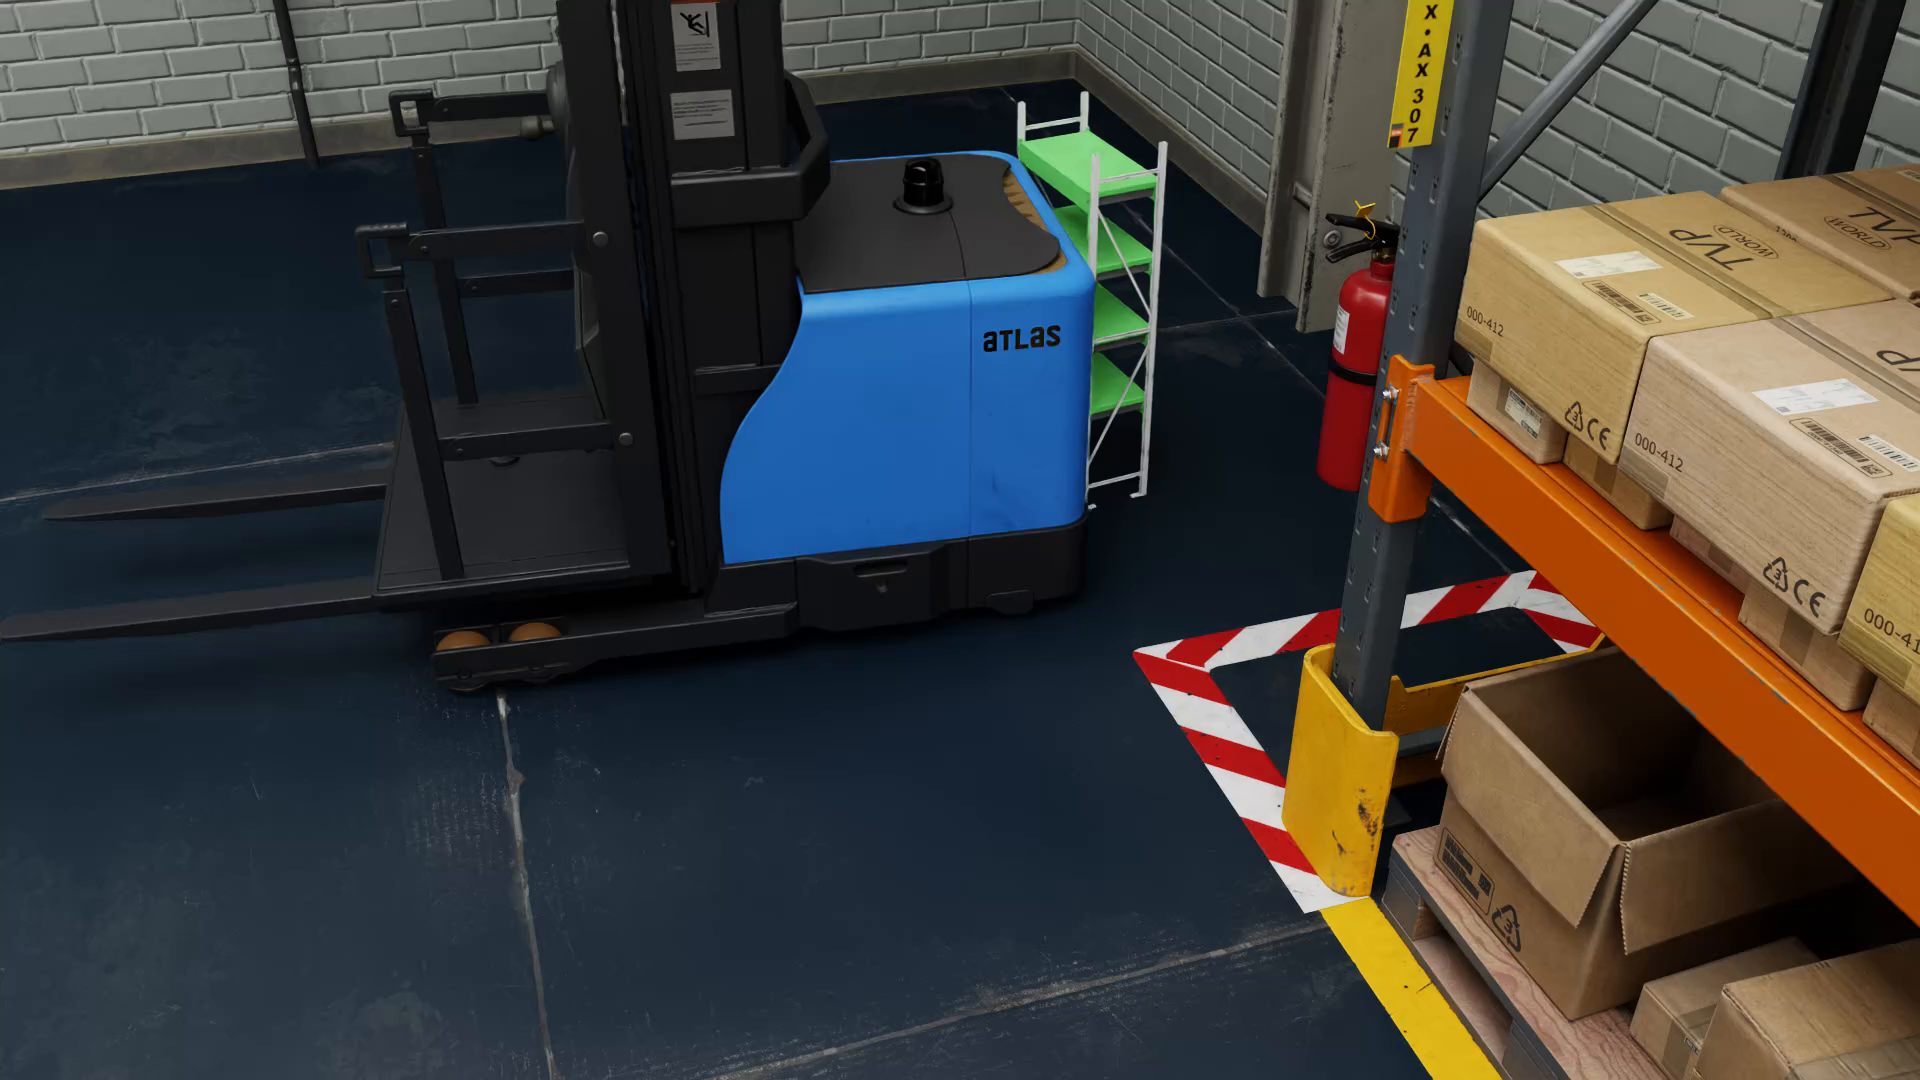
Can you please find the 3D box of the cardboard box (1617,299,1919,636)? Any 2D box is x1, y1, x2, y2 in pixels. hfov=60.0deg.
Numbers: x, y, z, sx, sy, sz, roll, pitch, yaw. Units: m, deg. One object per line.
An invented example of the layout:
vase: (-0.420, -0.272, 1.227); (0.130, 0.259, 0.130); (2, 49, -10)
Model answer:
cardboard box: (1.414, -0.132, 2.595); (0.500, 0.250, 0.500); (-10, 35, -14)

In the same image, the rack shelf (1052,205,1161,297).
rack shelf: (0.393, -0.894, 5.192); (0.258, 0.148, 0.480); (-14, 36, -19)

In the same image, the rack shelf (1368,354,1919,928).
rack shelf: (1.988, 0.732, 2.075); (1.077, 0.370, 4.000); (-10, 35, -15)

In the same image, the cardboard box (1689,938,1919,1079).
cardboard box: (1.698, 1.041, 2.840); (0.700, 0.500, 0.500); (-9, 34, -13)

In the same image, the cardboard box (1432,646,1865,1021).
cardboard box: (1.475, 0.585, 3.528); (0.797, 0.503, 0.637); (-11, 35, -17)

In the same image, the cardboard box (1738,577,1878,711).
cardboard box: (1.471, 0.106, 2.597); (0.380, 0.149, 0.250); (-9, 34, -13)

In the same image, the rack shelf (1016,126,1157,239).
rack shelf: (0.390, -1.093, 5.058); (0.258, 0.148, 0.480); (-14, 36, -19)

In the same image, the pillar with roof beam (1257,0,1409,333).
pillar with roof beam: (-2.686, -3.965, 3.088); (9.100, 9.000, 0.400); (-10, 35, -15)

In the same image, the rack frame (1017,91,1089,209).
rack frame: (0.296, -0.870, 5.475); (0.240, 1.200, 0.015); (-14, 36, -19)

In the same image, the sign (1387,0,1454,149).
sign: (0.861, -0.889, 3.089); (0.100, 0.325, 0.005); (-10, 35, -15)

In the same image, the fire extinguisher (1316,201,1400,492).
fire extinguisher: (0.893, -0.430, 3.589); (0.296, 0.674, 0.183); (-10, 35, -15)

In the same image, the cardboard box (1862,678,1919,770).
cardboard box: (1.557, 0.244, 2.387); (0.380, 0.149, 0.250); (-9, 35, -14)

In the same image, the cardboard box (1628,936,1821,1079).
cardboard box: (1.567, 0.962, 3.278); (0.380, 0.149, 0.250); (-11, 35, -17)

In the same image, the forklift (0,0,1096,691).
forklift: (-1.195, -1.121, 4.289); (3.031, 2.935, 1.130); (-6, 34, -10)

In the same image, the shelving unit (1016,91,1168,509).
shelving unit: (0.395, -0.747, 5.289); (0.258, 1.200, 0.503); (-14, 36, -19)

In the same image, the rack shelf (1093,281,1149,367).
rack shelf: (0.396, -0.694, 5.325); (0.258, 0.148, 0.480); (-14, 36, -19)

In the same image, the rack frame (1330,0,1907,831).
rack frame: (1.378, -0.619, 3.465); (1.000, 3.000, 0.127); (-10, 35, -15)

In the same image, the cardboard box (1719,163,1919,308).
cardboard box: (1.771, -0.483, 3.127); (0.500, 0.250, 0.500); (-9, 35, -13)

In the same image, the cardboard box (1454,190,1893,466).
cardboard box: (1.260, -0.397, 2.996); (0.500, 0.250, 0.500); (-10, 35, -14)

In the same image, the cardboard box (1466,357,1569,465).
cardboard box: (1.217, -0.295, 3.204); (0.380, 0.149, 0.250); (-10, 35, -15)

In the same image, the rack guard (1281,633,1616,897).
rack guard: (1.401, 0.464, 4.094); (1.175, 0.500, 0.348); (-10, 35, -15)

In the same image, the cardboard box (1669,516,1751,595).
cardboard box: (1.452, -0.037, 2.813); (0.380, 0.149, 0.250); (-10, 35, -15)

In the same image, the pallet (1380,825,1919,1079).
pallet: (1.645, 1.003, 3.541); (1.003, 0.211, 1.213); (-10, 35, -15)

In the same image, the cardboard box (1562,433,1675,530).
cardboard box: (1.339, -0.169, 3.013); (0.380, 0.149, 0.250); (-9, 35, -14)

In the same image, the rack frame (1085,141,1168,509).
rack frame: (0.494, -0.624, 5.103); (0.240, 1.200, 0.015); (-14, 36, -19)

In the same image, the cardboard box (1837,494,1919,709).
cardboard box: (1.572, 0.134, 2.193); (0.500, 0.250, 0.500); (-11, 35, -16)

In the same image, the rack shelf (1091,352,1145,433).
rack shelf: (0.398, -0.494, 5.458); (0.258, 0.148, 0.480); (-14, 36, -19)

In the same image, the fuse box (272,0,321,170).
fuse box: (-3.045, -2.478, 7.447); (0.539, 1.711, 0.414); (-10, 35, -15)
